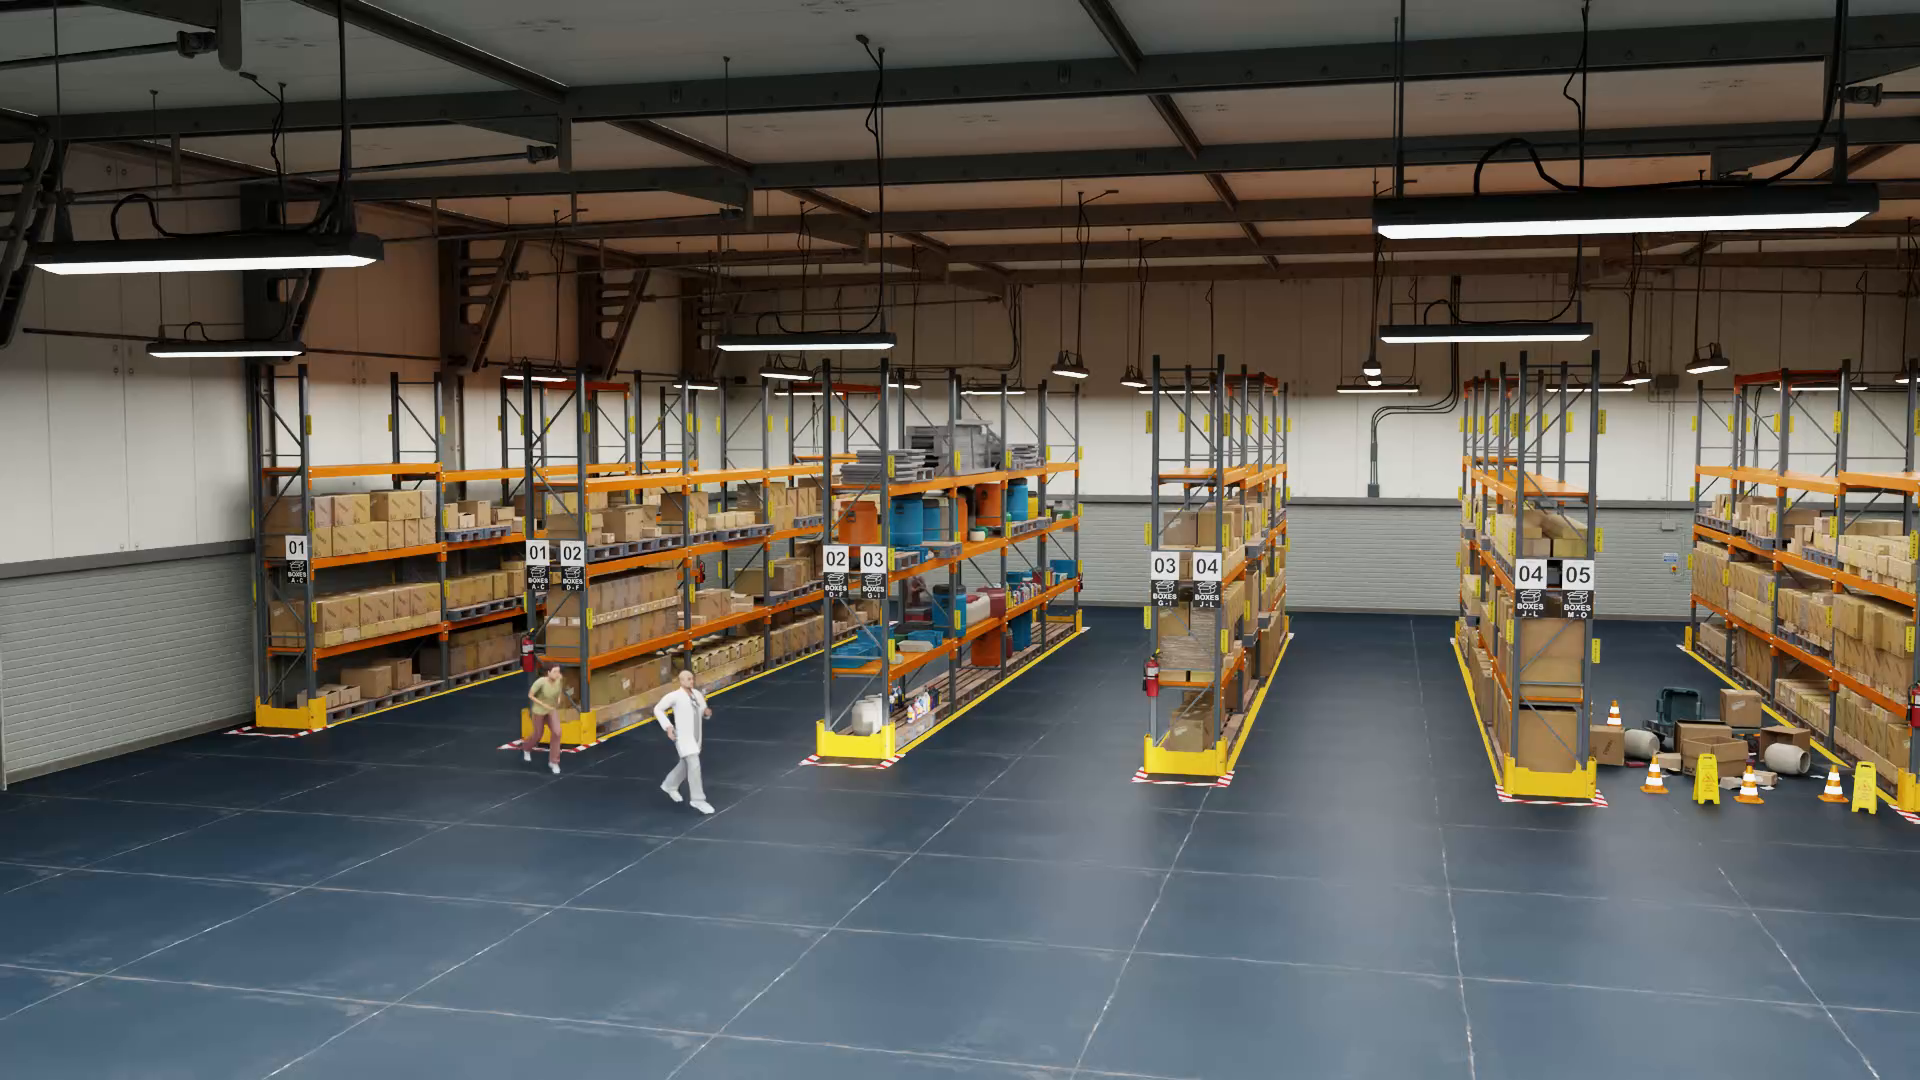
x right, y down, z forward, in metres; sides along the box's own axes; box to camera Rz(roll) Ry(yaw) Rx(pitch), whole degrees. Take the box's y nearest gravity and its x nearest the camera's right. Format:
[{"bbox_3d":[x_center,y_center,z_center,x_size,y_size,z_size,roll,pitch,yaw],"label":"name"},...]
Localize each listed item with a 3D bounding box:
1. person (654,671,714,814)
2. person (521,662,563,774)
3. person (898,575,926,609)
[{"bbox_3d":[-3.556,2.598,21.657,0.995,1.807,0.688,2,5,30],"label":"person"},{"bbox_3d":[-6.097,2.550,24.253,1.008,1.625,0.614,3,5,41],"label":"person"},{"bbox_3d":[-1.115,1.433,38.455,0.704,1.761,1.036,1,4,11],"label":"person"}]
